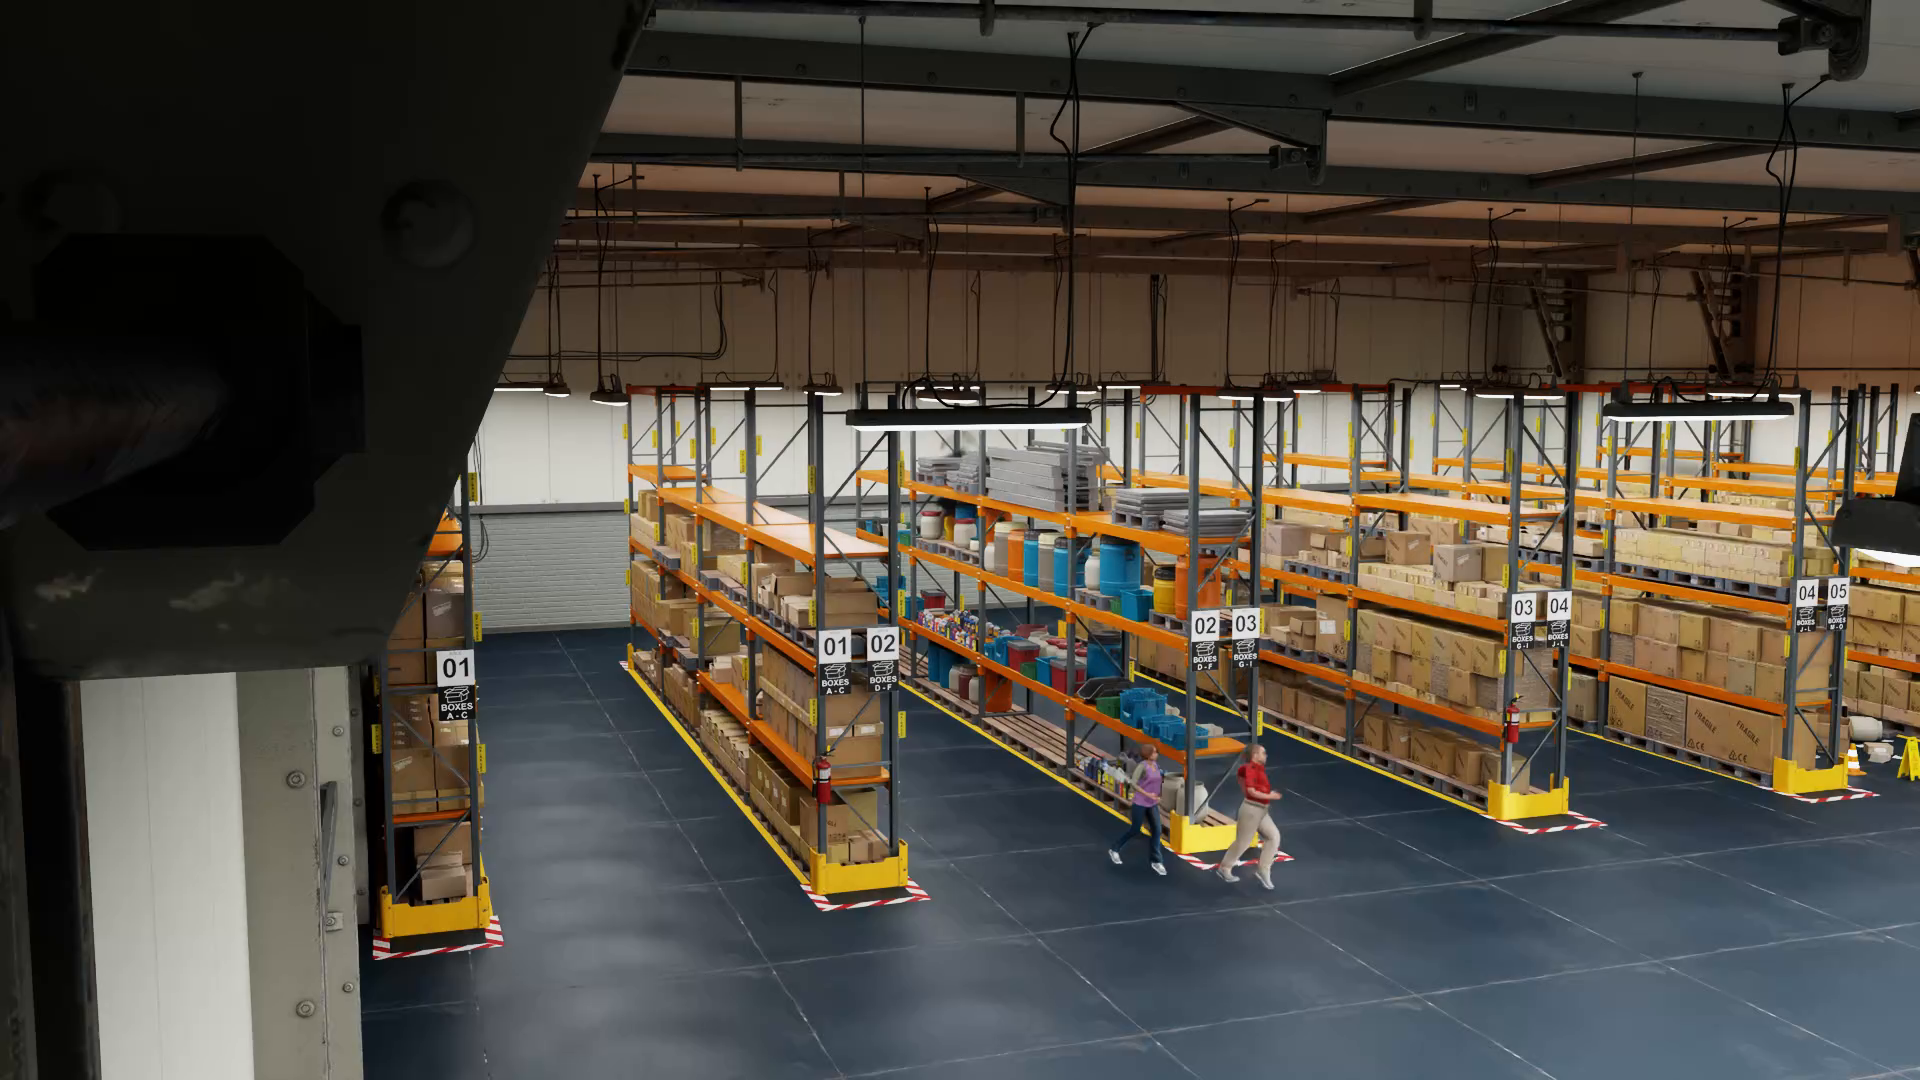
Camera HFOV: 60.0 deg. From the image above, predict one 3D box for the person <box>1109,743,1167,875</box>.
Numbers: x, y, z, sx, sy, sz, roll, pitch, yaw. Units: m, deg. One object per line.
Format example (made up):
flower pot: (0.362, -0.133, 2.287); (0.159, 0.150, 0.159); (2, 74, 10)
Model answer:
person: (2.362, 3.364, 21.057); (0.842, 1.586, 0.609); (6, 8, 44)

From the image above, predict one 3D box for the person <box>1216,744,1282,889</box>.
person: (3.579, 3.393, 20.462); (0.760, 1.773, 0.711); (2, 6, 21)
